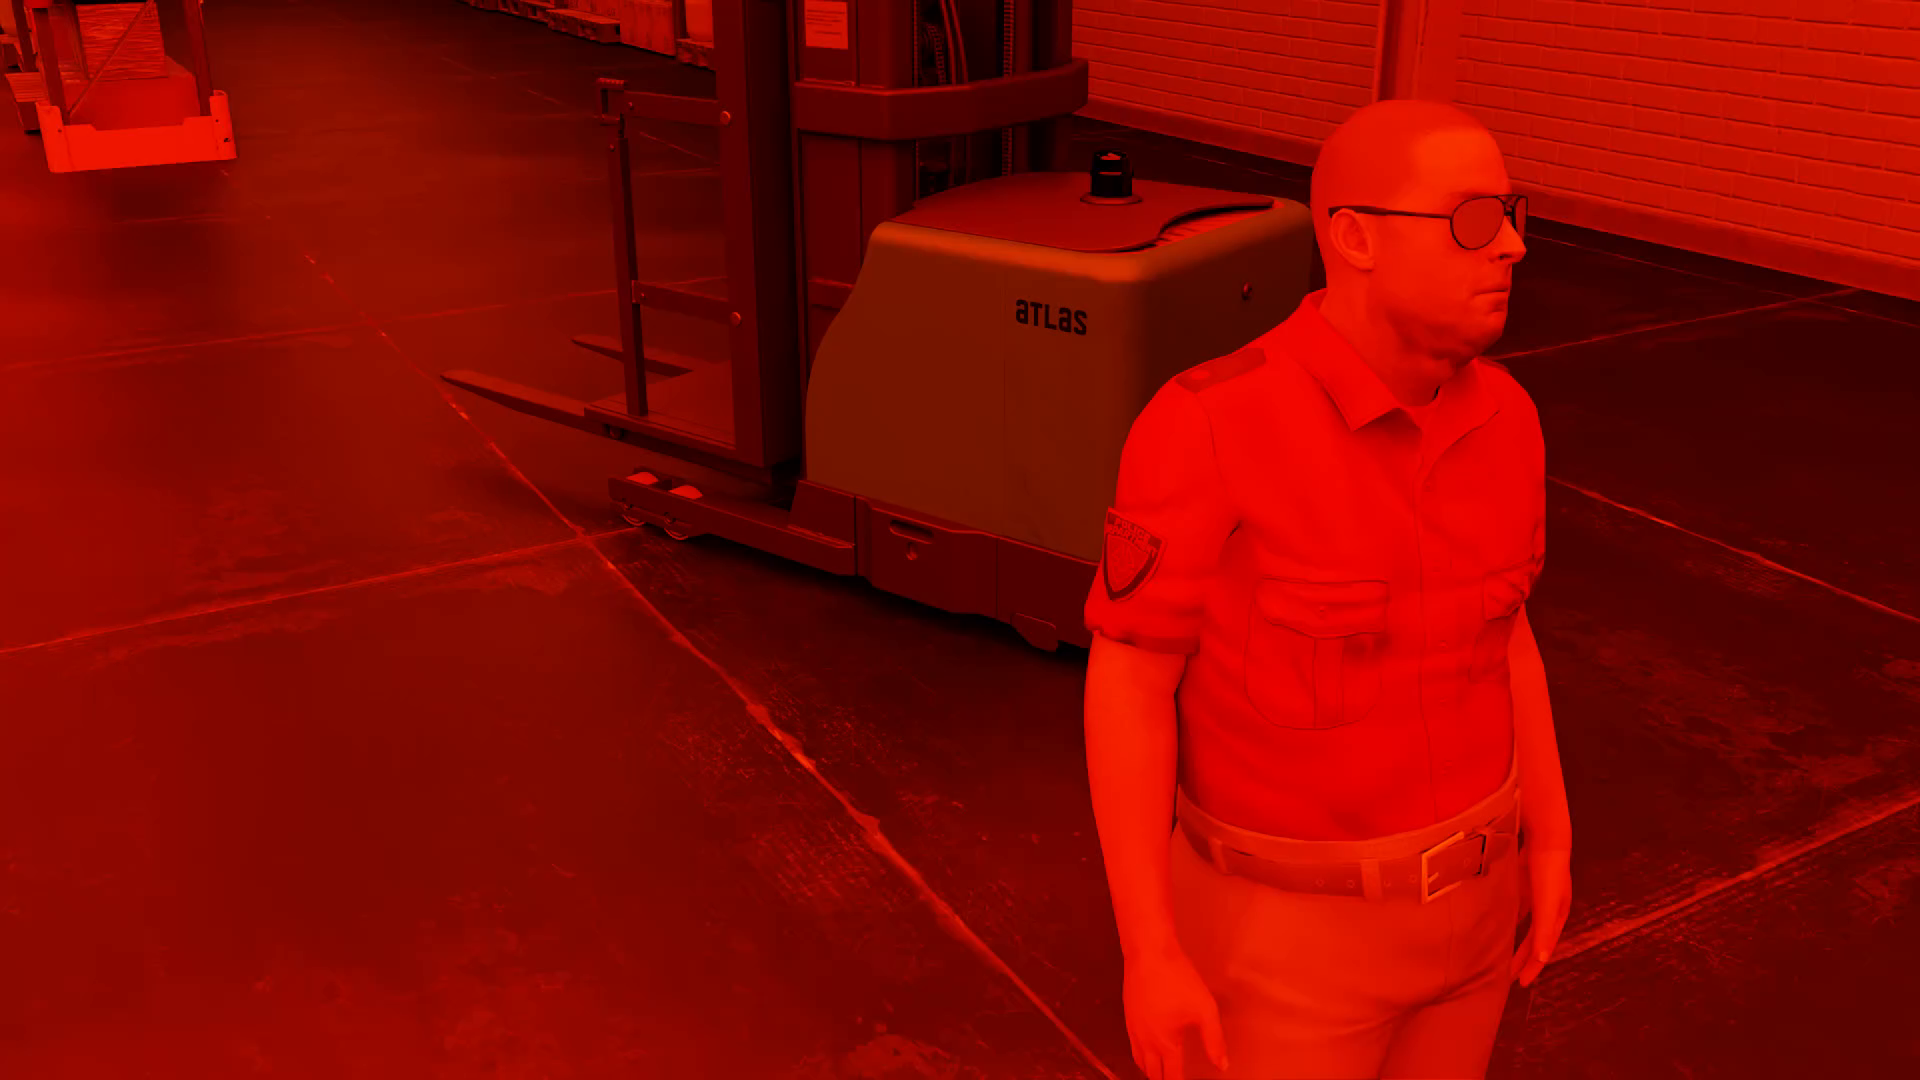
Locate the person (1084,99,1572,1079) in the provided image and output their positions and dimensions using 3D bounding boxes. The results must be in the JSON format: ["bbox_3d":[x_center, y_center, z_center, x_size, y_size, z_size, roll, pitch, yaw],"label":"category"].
[{"bbox_3d":[0.462,0.439,1.767,0.641,1.727,0.551,-12,25,-28],"label":"person"}]

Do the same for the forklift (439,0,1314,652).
[{"bbox_3d":[-0.481,-1.497,4.922,3.031,2.935,1.130,16,27,34],"label":"forklift"}]
